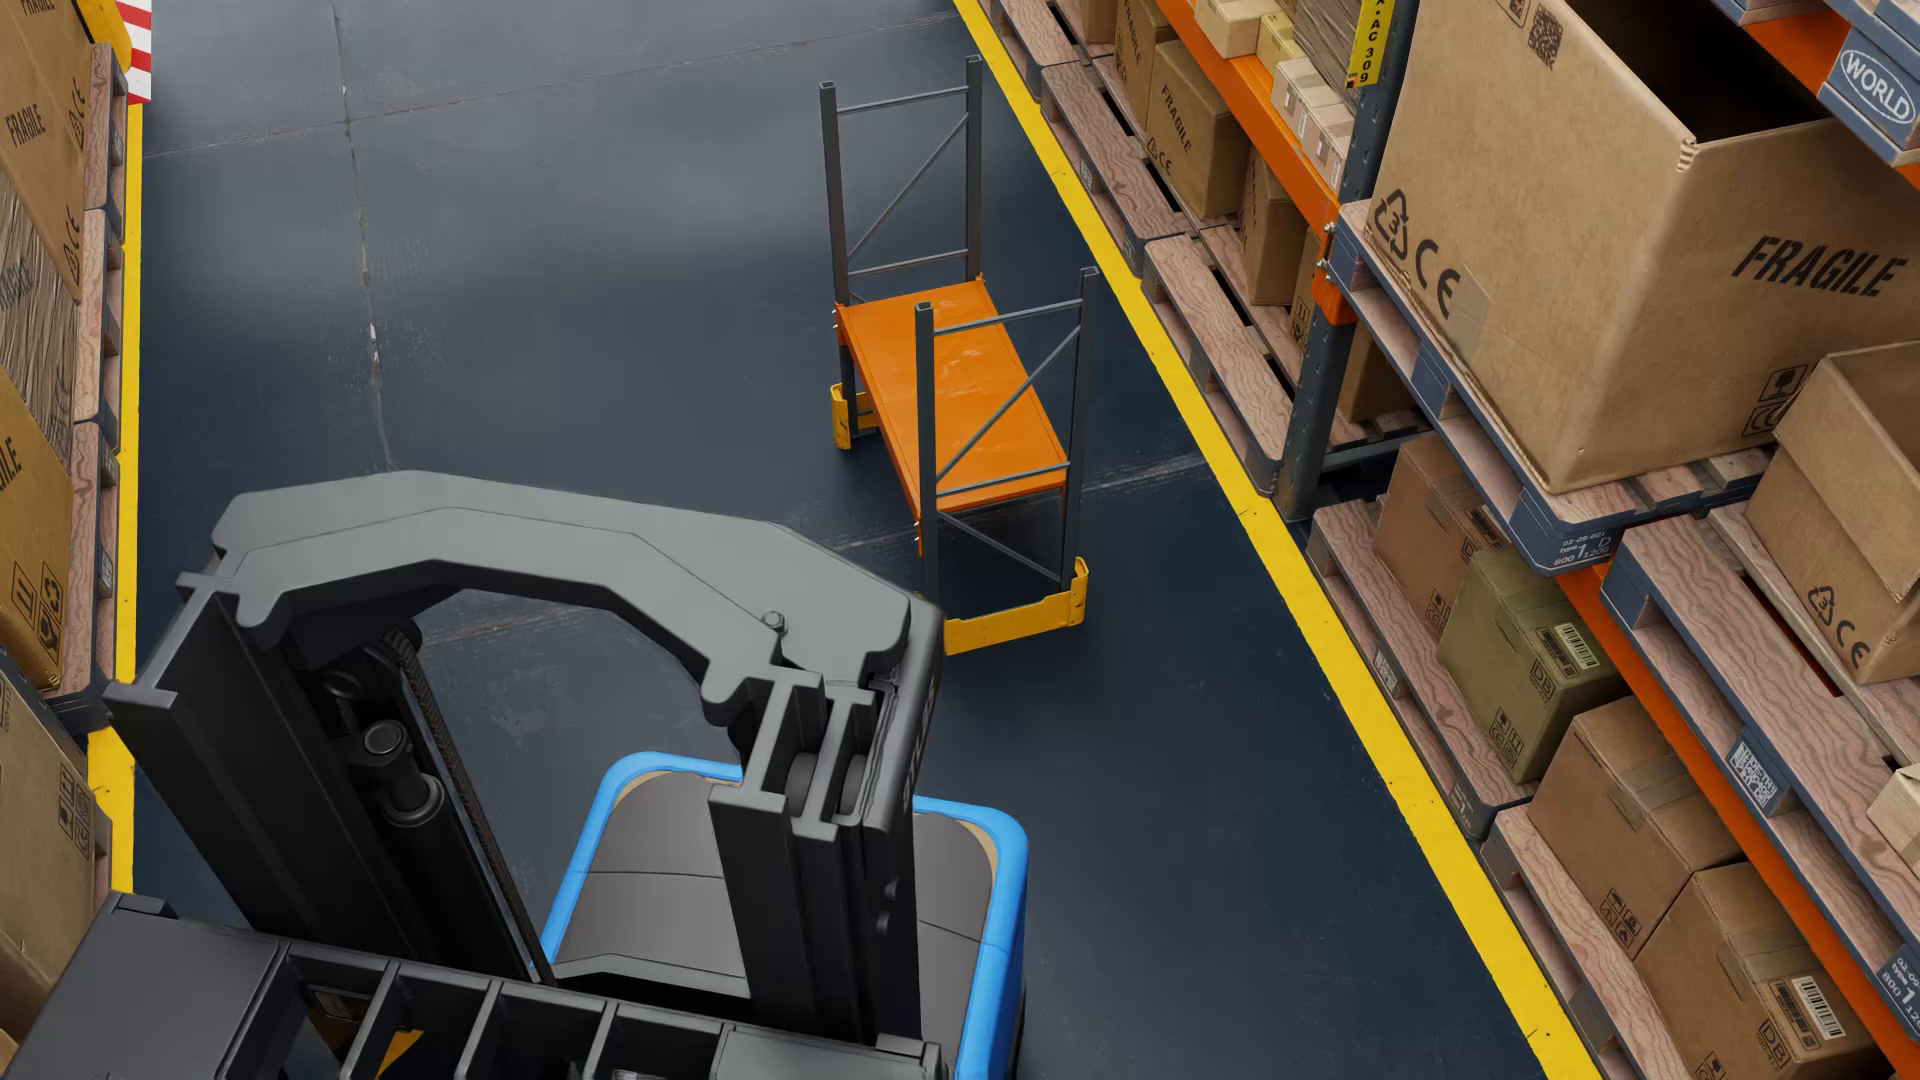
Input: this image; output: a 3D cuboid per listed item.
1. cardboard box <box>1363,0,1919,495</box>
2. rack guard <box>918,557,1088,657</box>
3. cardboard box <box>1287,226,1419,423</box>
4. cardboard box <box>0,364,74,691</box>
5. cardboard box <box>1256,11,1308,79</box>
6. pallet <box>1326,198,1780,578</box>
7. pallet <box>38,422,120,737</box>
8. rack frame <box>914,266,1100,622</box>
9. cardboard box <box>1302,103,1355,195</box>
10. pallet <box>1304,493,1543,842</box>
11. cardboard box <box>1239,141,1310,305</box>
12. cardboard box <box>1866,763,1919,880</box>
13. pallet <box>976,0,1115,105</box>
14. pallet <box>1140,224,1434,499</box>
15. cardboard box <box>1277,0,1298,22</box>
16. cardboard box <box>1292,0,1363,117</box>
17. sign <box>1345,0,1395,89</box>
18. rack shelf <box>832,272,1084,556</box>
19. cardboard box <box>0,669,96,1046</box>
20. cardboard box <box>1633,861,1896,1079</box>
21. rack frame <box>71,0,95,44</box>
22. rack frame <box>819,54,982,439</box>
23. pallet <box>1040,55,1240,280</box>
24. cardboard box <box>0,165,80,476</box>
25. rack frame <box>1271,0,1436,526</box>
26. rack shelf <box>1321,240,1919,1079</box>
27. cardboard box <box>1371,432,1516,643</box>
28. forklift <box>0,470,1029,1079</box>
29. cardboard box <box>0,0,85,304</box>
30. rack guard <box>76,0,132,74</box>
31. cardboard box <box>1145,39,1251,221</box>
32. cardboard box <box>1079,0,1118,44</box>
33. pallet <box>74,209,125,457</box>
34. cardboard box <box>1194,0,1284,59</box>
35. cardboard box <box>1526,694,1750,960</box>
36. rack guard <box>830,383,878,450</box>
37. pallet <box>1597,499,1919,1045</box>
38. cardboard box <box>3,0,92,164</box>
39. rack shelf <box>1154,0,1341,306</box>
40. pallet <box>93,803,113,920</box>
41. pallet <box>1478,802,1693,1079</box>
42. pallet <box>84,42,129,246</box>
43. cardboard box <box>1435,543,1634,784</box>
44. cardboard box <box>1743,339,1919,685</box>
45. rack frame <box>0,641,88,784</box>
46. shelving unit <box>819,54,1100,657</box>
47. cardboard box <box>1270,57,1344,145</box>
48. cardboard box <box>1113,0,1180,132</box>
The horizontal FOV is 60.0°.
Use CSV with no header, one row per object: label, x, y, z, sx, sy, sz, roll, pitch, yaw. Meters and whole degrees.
cardboard box,1.697,-0.892,3.873,1.000,1.000,1.000,-13,51,-11
rack guard,0.125,0.227,5.395,0.587,0.250,0.087,-13,51,-11
cardboard box,1.515,-0.806,5.828,0.500,0.500,0.500,-15,51,-12
cardboard box,-3.292,-0.053,4.948,0.875,0.875,0.875,-13,51,-10
cardboard box,1.170,-1.566,5.272,0.380,0.149,0.250,-13,51,-11
pallet,1.683,-0.522,4.354,1.003,0.211,1.213,-13,51,-11
pallet,-3.323,0.198,5.445,1.003,0.211,1.213,-13,51,-11
rack frame,0.125,-0.174,4.916,0.500,1.500,0.032,-13,51,-11
cardboard box,1.251,-1.185,4.951,0.380,0.149,0.250,-13,51,-11
pallet,1.827,0.292,5.366,1.003,0.211,1.213,-13,51,-11
cardboard box,1.339,-1.223,6.179,0.500,0.500,0.500,1,50,1
cardboard box,2.027,0.498,3.182,0.396,0.266,0.258,-15,51,-12
pallet,0.641,-2.541,7.754,1.003,0.211,1.213,-13,51,-11
pallet,1.363,-0.759,6.252,1.003,0.211,1.213,-13,51,-11
cardboard box,1.407,-2.019,5.230,0.875,0.500,0.500,-13,51,-11
cardboard box,1.521,-1.646,4.916,0.875,0.500,0.500,-13,51,-11
sign,1.079,-1.326,4.340,0.100,0.325,0.005,-13,51,-11
rack shelf,-0.025,-0.430,5.367,0.538,0.185,1.000,-13,51,-11
cardboard box,-2.903,0.895,4.230,1.050,0.750,0.750,-14,51,-11
cardboard box,2.211,1.111,4.199,0.700,0.500,0.500,-9,51,-8
rack frame,-4.355,-3.049,6.358,1.000,3.000,0.127,-13,51,-11
rack frame,-0.176,-0.917,5.542,0.500,1.500,0.032,-13,51,-11
pallet,0.999,-1.651,7.004,1.003,0.211,1.213,-13,51,-11
cardboard box,-3.562,-0.711,5.502,0.875,0.875,0.875,-13,51,-11
rack frame,1.595,-1.175,4.779,1.000,3.000,0.127,-13,51,-11
rack shelf,2.187,0.518,3.822,1.077,0.370,4.000,-13,51,-11
cardboard box,1.756,-0.058,5.184,0.700,0.500,0.500,-17,52,-14
forklift,-0.611,1.416,2.639,1.130,2.935,3.031,8,50,7
cardboard box,-3.830,-1.377,6.064,0.875,0.875,0.875,-14,51,-12
rack guard,-4.363,-2.261,7.329,1.175,0.500,0.348,-13,51,-11
cardboard box,1.080,-1.658,6.546,0.500,0.500,0.500,-17,52,-14
cardboard box,0.791,-2.537,7.288,0.500,0.500,0.500,-2,50,-1
pallet,-3.687,-0.694,6.197,1.003,0.211,1.213,-13,51,-11
cardboard box,0.989,-1.723,5.405,0.380,0.149,0.250,-13,51,-11
cardboard box,2.045,0.703,4.542,0.700,0.500,0.500,-17,52,-14
rack guard,-0.170,-0.500,6.008,0.587,0.250,0.087,-13,51,-11
pallet,2.154,0.372,3.600,1.003,0.211,1.213,-13,51,-11
cardboard box,-4.092,-2.019,6.605,0.875,0.875,0.875,-13,51,-11
rack shelf,1.004,-2.404,6.285,1.077,0.370,4.000,-13,51,-11
pallet,-2.872,1.318,4.501,1.003,0.211,1.213,-13,51,-11
pallet,2.192,1.185,4.613,1.003,0.211,1.213,-13,51,-11
pallet,-4.044,-1.584,6.947,1.003,0.211,1.213,-13,51,-11
cardboard box,1.880,0.295,4.887,0.700,0.500,0.500,-14,51,-11
cardboard box,2.196,-0.098,3.529,0.797,0.503,0.637,-9,50,-7
rack frame,-3.173,-0.127,3.895,1.000,3.000,0.127,-13,51,-11
shelving unit,-0.023,-0.539,5.224,0.587,1.500,1.083,-13,51,-11
cardboard box,1.186,-1.369,5.107,0.380,0.149,0.250,-13,51,-11
cardboard box,0.958,-2.076,6.898,0.500,0.500,0.500,-9,50,-8
